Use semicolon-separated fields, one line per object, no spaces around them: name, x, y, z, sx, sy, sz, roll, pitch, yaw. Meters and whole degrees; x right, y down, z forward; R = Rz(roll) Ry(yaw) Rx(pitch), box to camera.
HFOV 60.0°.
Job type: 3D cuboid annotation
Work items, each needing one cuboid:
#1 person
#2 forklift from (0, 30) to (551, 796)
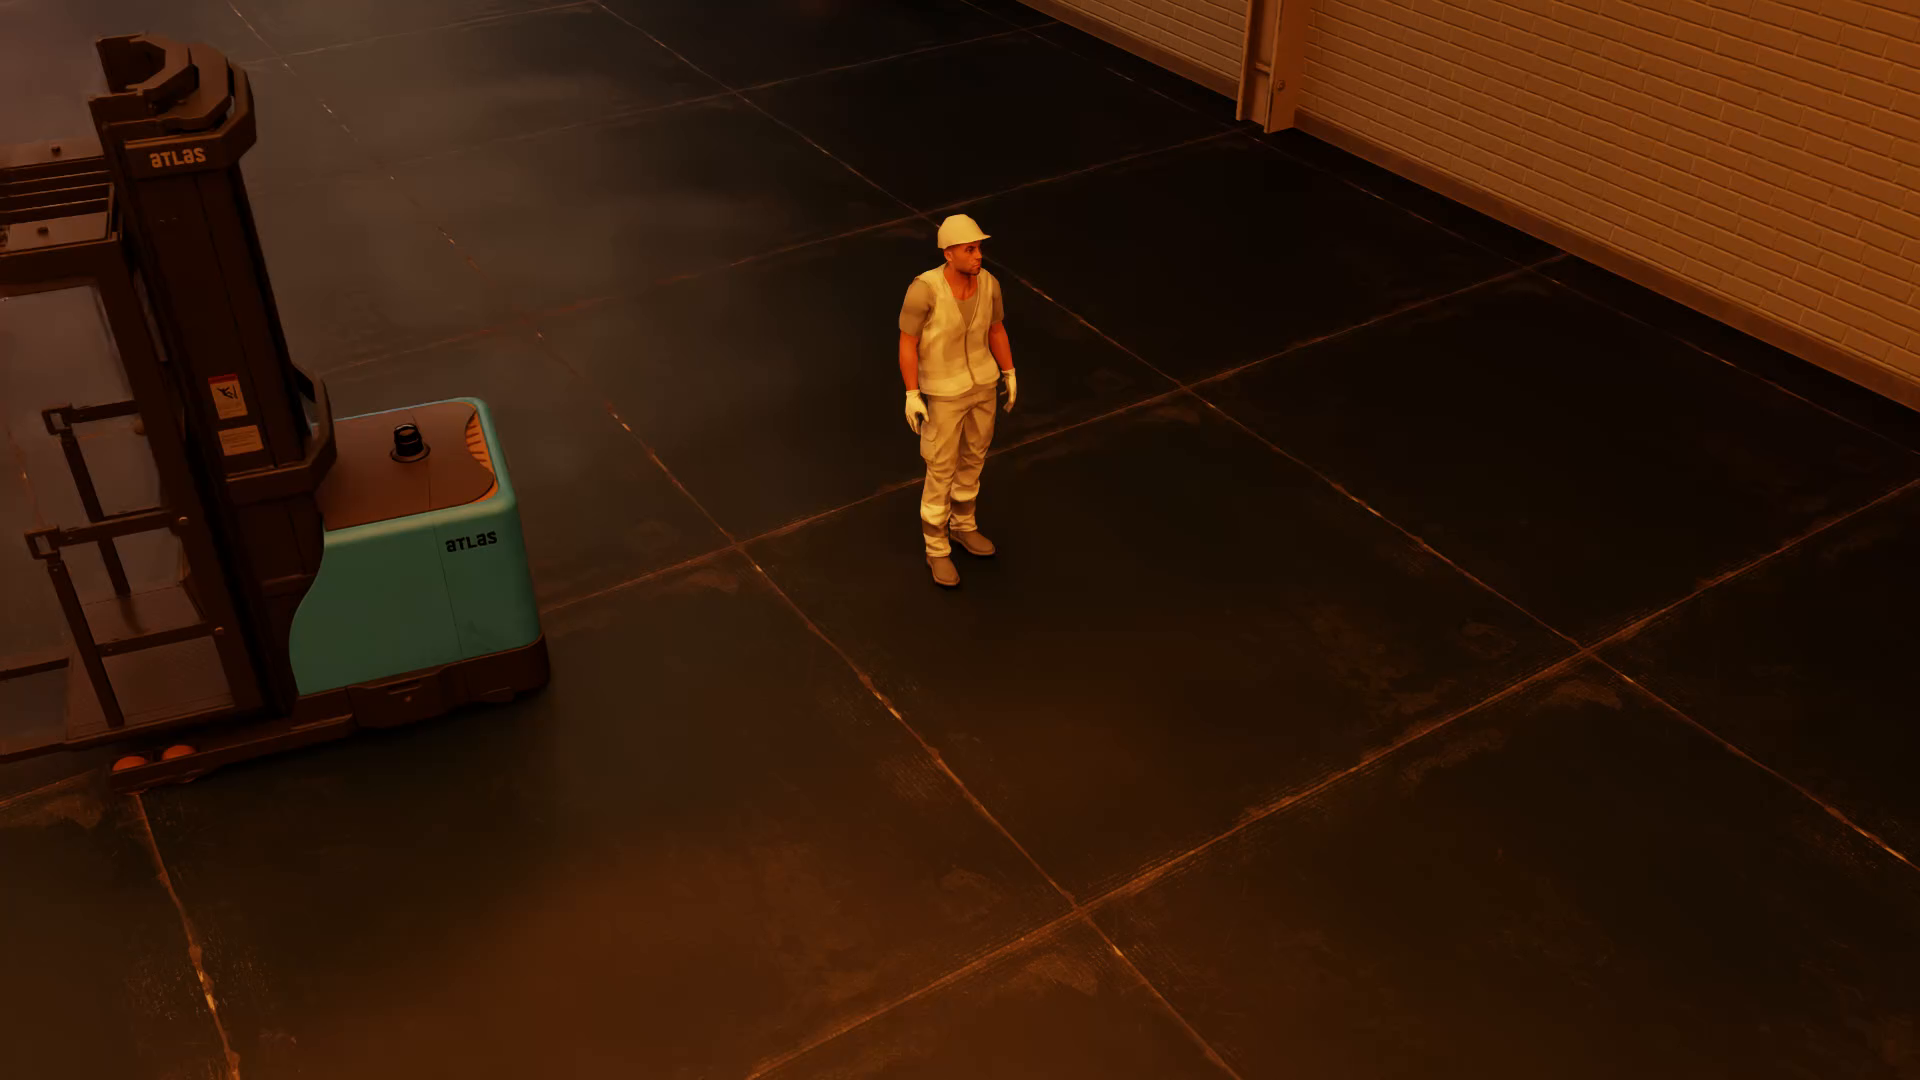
person;0.033;-0.696;8.118;0.637;1.787;0.564;-21;40;-27
forklift;-3.462;-0.450;6.789;3.031;2.935;1.130;-12;37;-17
